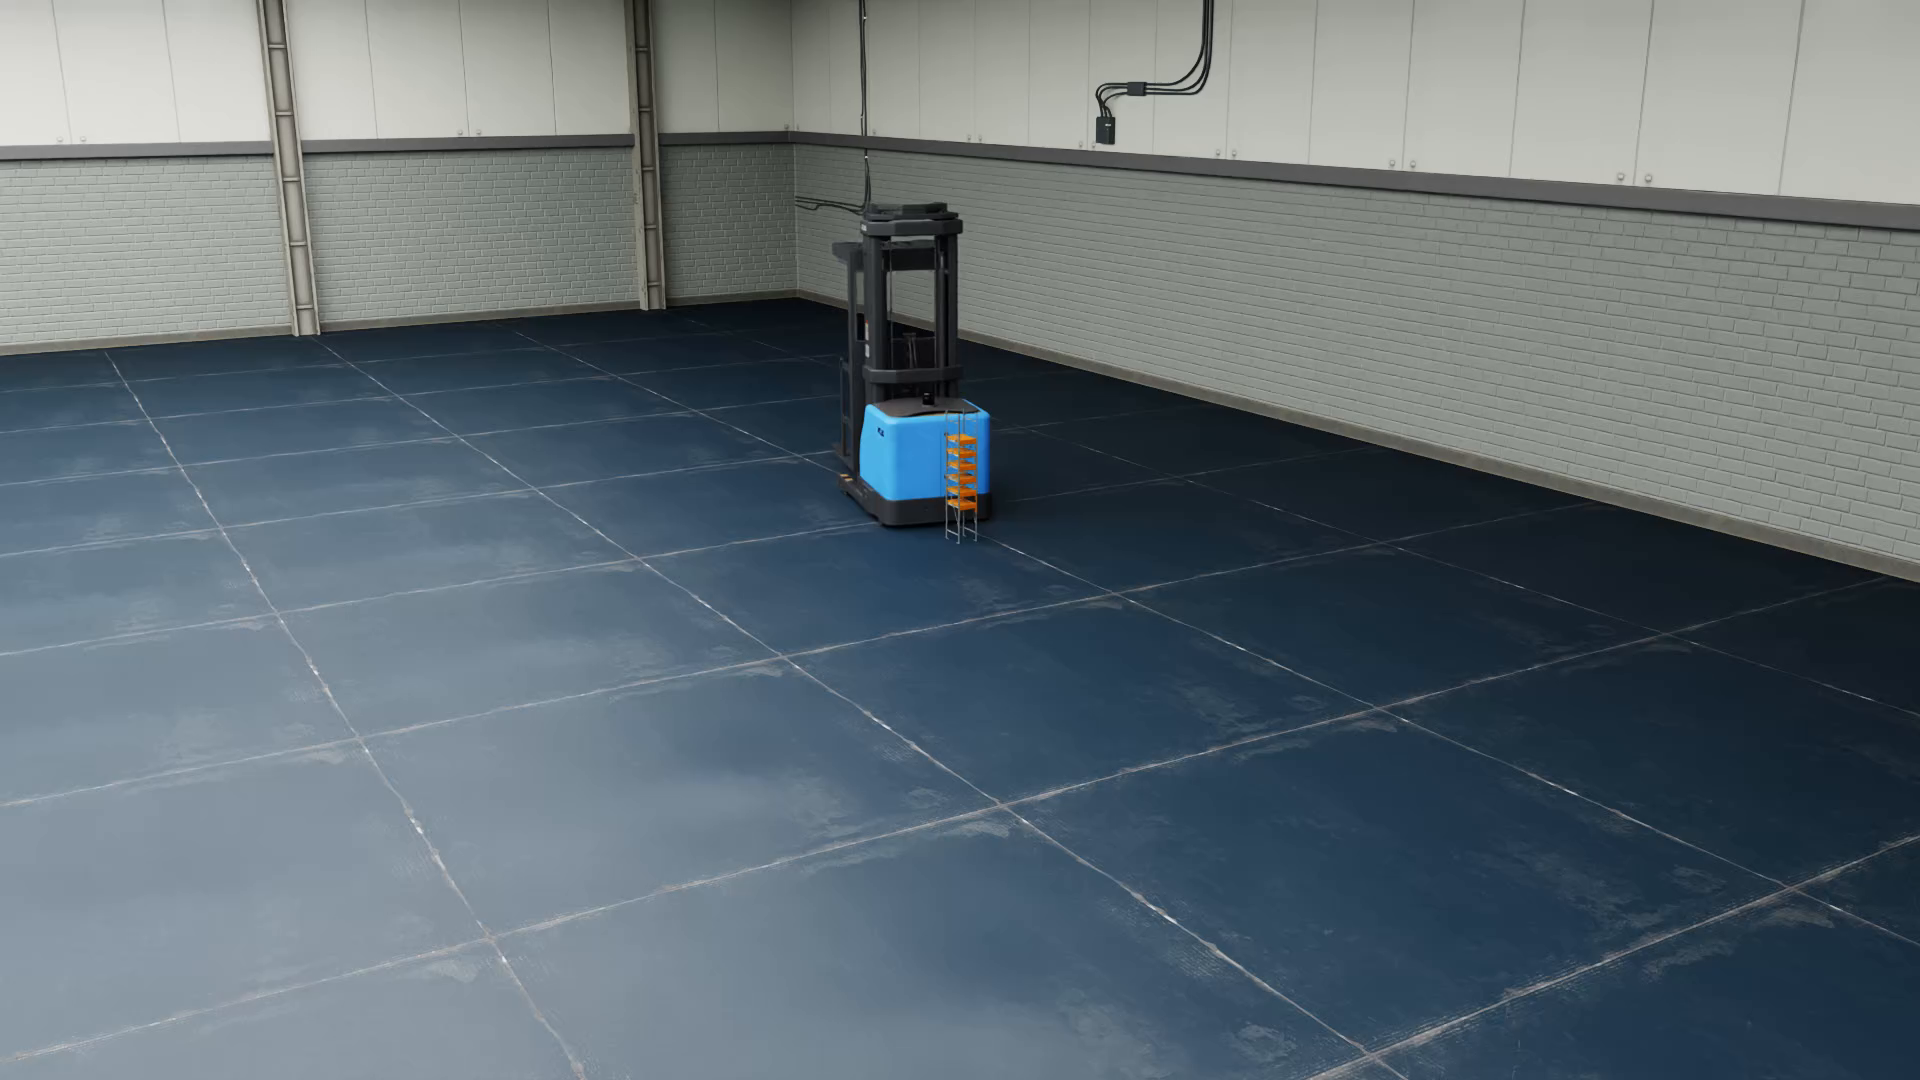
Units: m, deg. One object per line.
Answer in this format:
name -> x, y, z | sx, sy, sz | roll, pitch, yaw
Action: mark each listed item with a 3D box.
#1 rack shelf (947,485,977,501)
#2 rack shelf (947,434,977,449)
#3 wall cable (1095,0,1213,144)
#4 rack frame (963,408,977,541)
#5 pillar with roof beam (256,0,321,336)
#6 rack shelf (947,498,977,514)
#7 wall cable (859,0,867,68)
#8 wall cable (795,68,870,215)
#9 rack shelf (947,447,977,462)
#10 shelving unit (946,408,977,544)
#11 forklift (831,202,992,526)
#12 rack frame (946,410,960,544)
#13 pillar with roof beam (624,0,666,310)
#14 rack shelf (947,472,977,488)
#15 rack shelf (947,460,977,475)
rack shelf -> 0.012, -0.421, 15.140 | 0.180, 0.103, 0.258 | -9, 18, -30
rack shelf -> 0.012, -0.884, 15.010 | 0.180, 0.103, 0.258 | -9, 18, -30
wall cable -> 2.489, -8.091, 21.140 | 0.169, 6.003, 2.305 | -9, 18, -30
rack frame -> 0.091, -0.592, 15.141 | 0.006, 1.200, 0.240 | -9, 18, -30
pillar with roof beam -> -8.519, -6.718, 22.544 | 0.400, 9.000, 9.100 | -9, 18, -30
rack shelf -> 0.012, -0.306, 15.172 | 0.180, 0.103, 0.258 | -9, 18, -30
wall cable -> -0.993, -8.963, 26.947 | 0.112, 2.526, 3.097 | -9, 18, -30
wall cable -> -2.386, -7.157, 29.861 | 0.112, 2.526, 3.097 | -9, 18, -30
rack shelf -> 0.012, -0.768, 15.042 | 0.180, 0.103, 0.258 | -9, 18, -30
shelving unit -> 0.012, -0.580, 15.095 | 0.189, 1.200, 0.258 | -9, 18, -30
forklift -> -0.631, -1.899, 16.594 | 1.130, 2.935, 3.031 | -5, 16, -17
rack frame -> -0.066, -0.567, 15.050 | 0.006, 1.200, 0.240 | -9, 18, -30
pillar with roof beam -> -3.376, -7.552, 25.520 | 0.400, 9.000, 9.100 | -9, 18, -30
rack shelf -> 0.012, -0.537, 15.107 | 0.180, 0.103, 0.258 | -9, 18, -30
rack shelf -> 0.012, -0.653, 15.075 | 0.180, 0.103, 0.258 | -9, 18, -30
